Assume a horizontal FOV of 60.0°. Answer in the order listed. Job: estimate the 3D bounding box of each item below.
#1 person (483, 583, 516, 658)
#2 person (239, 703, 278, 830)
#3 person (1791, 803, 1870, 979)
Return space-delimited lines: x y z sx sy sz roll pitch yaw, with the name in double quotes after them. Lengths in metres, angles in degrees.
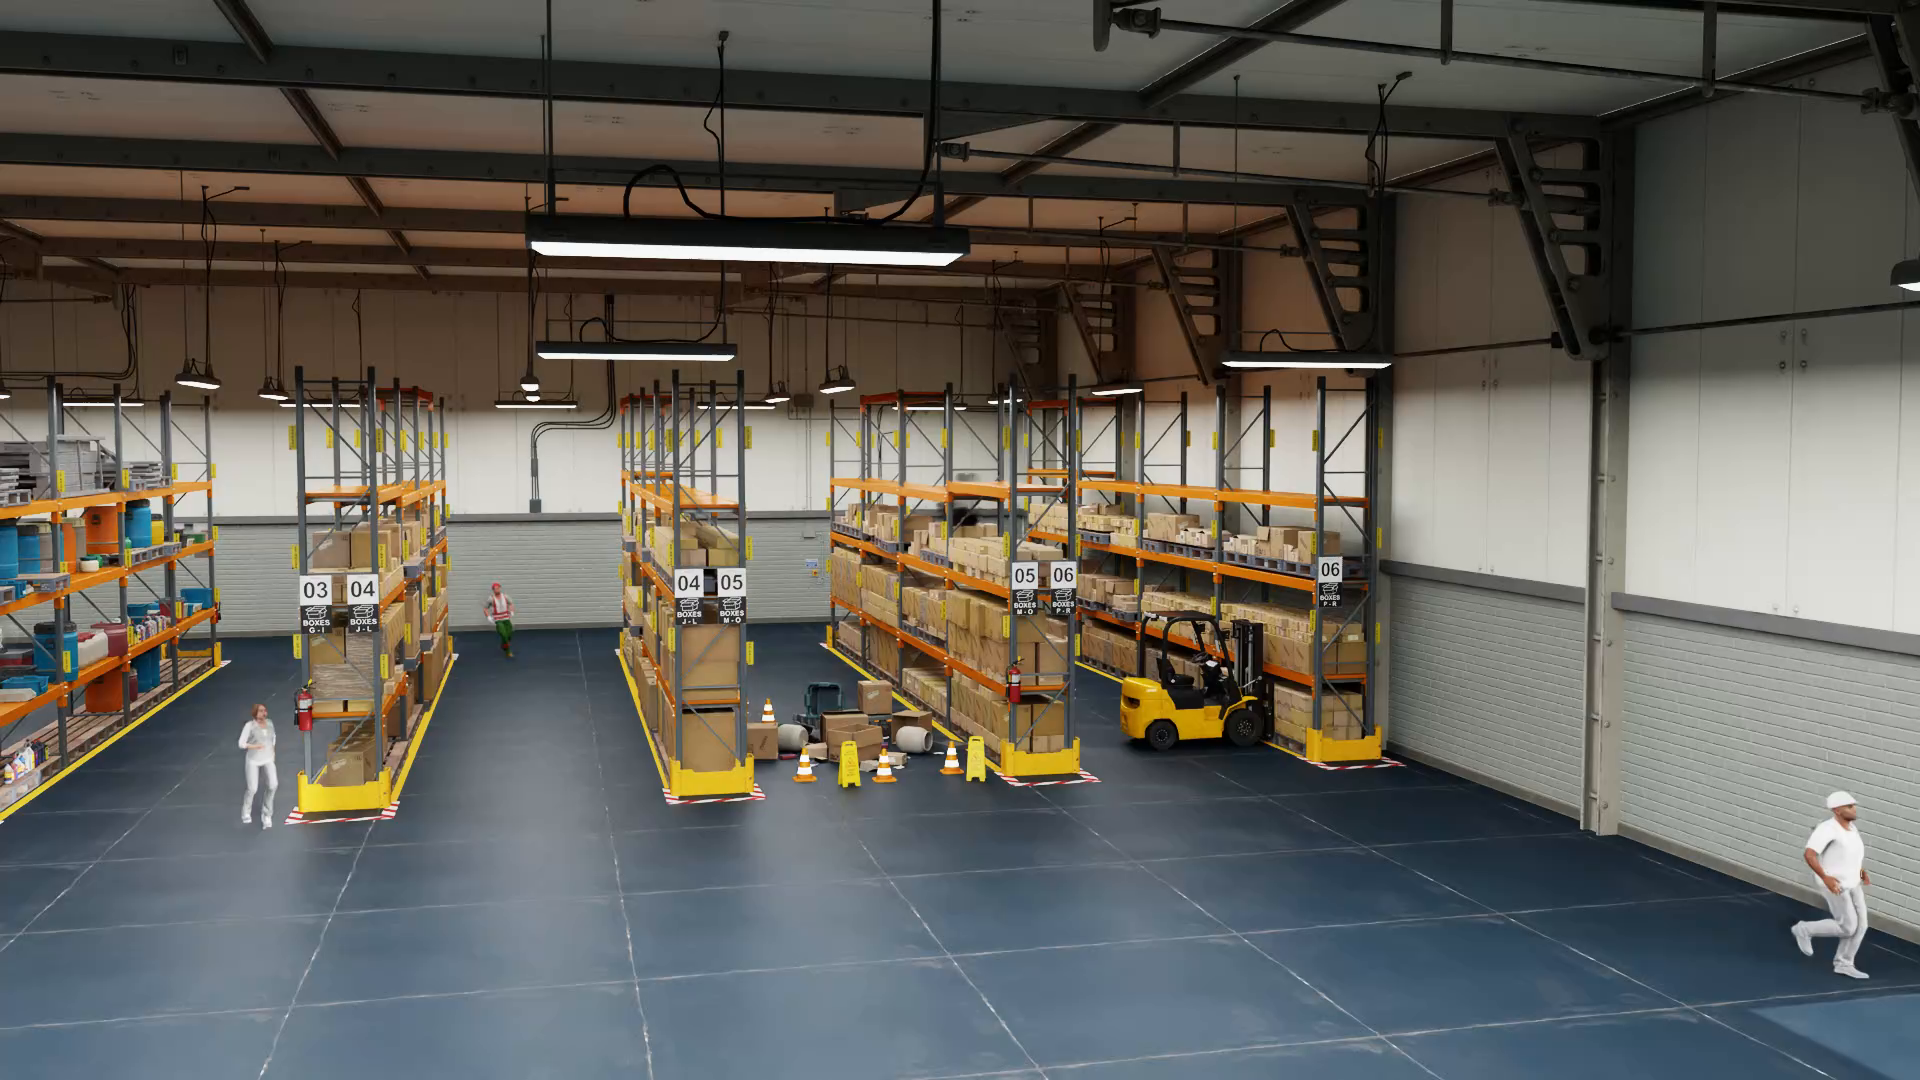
-10.602 1.845 38.308 0.716 1.727 0.706 -2 4 -33 "person"
-9.070 2.923 21.545 0.536 1.639 0.632 -3 5 -43 "person"
8.230 3.233 15.646 0.715 1.686 0.677 -2 4 -36 "person"
